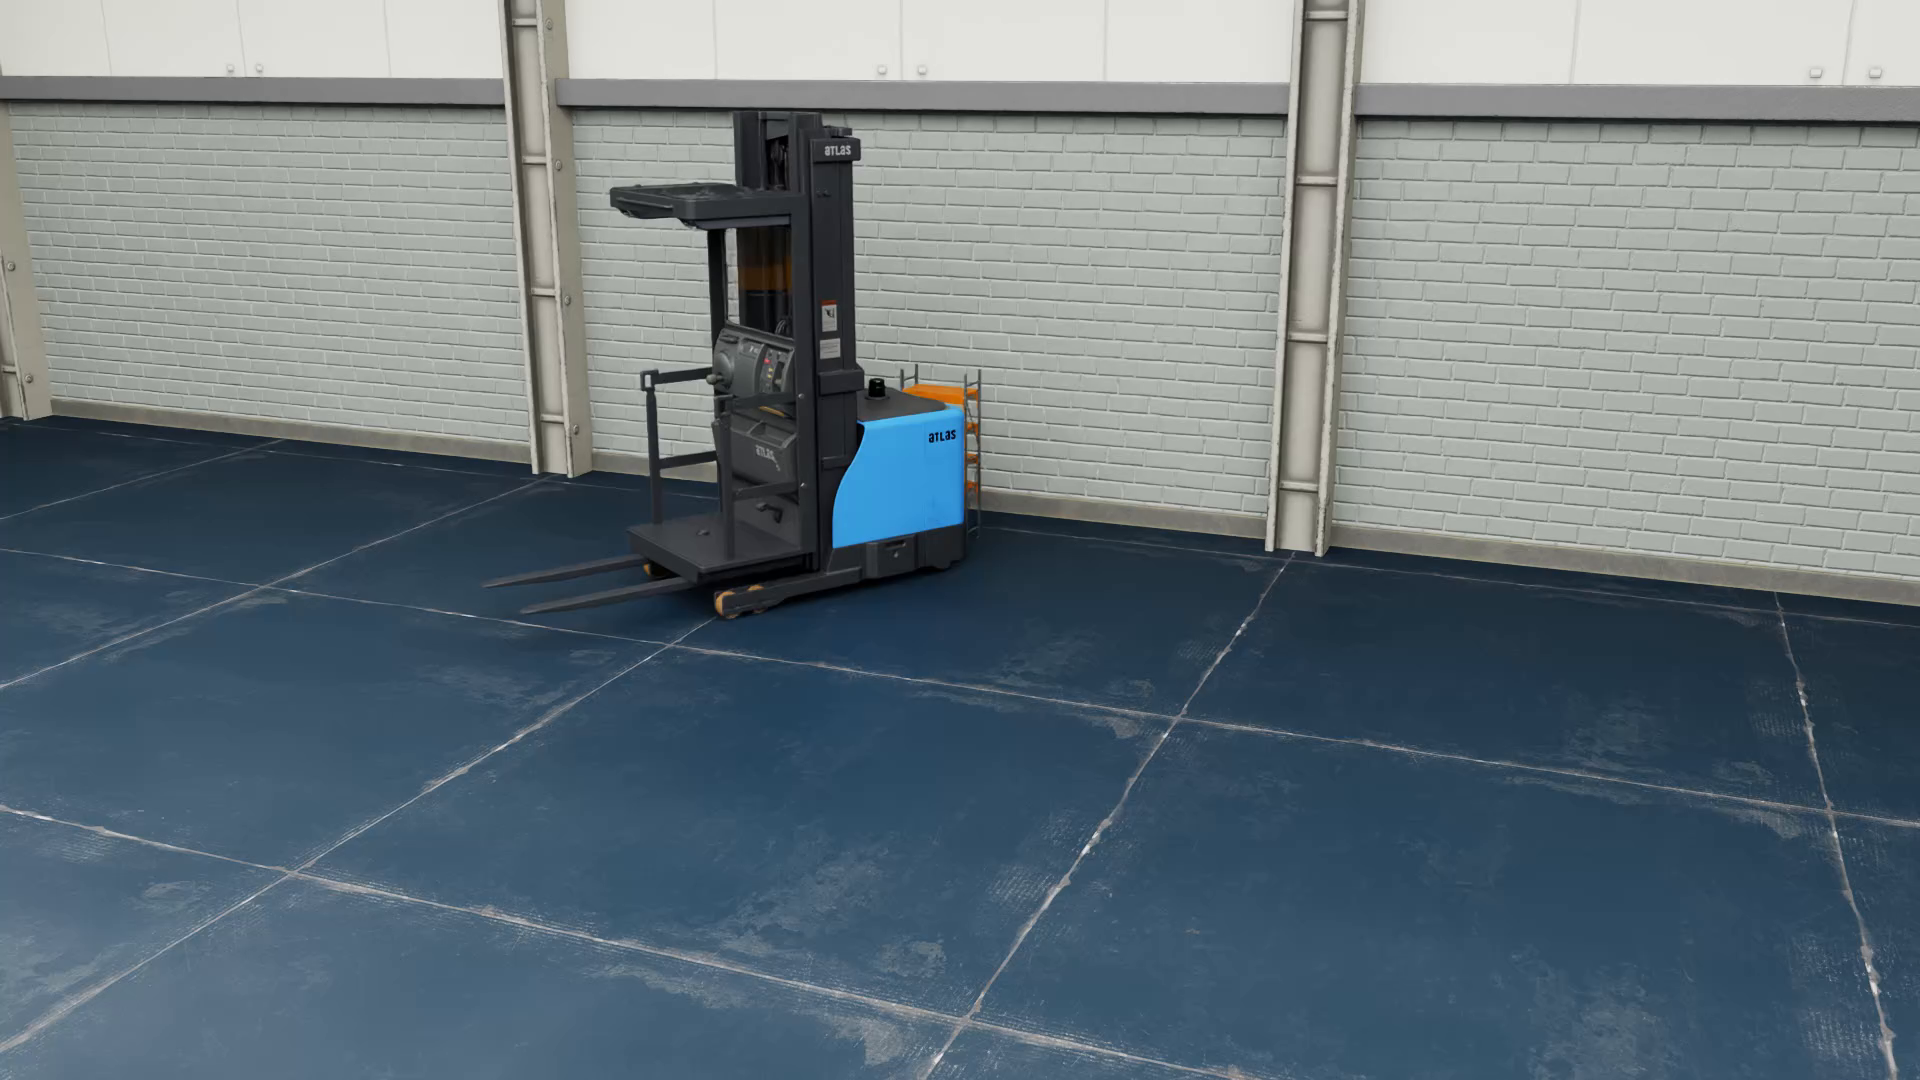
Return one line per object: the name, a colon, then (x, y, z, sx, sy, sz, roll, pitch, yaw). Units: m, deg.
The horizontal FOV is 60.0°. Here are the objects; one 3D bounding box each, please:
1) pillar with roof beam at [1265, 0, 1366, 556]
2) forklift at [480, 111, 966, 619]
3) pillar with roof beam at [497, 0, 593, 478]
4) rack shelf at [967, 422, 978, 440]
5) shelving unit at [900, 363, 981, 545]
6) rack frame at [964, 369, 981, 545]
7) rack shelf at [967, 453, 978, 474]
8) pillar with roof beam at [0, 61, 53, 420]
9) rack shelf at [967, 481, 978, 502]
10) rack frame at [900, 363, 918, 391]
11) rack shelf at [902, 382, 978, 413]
pillar with roof beam: (0.756, -3.153, 6.394, 0.400, 9.000, 9.100, 6, 17, 21)
forklift: (-1.452, -1.099, 10.203, 3.031, 2.935, 1.130, -11, 20, -34)
pillar with roof beam: (-4.826, -3.767, 8.508, 0.400, 9.000, 9.100, 6, 17, 21)
rack shelf: (-0.133, -0.748, 11.537, 0.480, 0.148, 0.258, 8, 18, 25)
shelving unit: (-0.133, -0.598, 11.581, 0.503, 1.200, 0.258, 8, 18, 25)
rack frame: (0.086, -0.568, 11.477, 0.015, 1.200, 0.240, 8, 18, 25)
rack shelf: (-0.133, -0.533, 11.600, 0.480, 0.148, 0.258, 8, 18, 25)
pillar with roof beam: (-10.407, -4.381, 10.622, 0.400, 9.000, 9.100, 6, 17, 21)
rack shelf: (-0.133, -0.343, 11.655, 0.480, 0.148, 0.258, 8, 18, 25)
rack frame: (-0.352, -0.628, 11.685, 0.015, 1.200, 0.240, 8, 18, 25)
rack shelf: (-0.133, -0.975, 11.471, 0.480, 0.148, 0.258, 8, 18, 25)
